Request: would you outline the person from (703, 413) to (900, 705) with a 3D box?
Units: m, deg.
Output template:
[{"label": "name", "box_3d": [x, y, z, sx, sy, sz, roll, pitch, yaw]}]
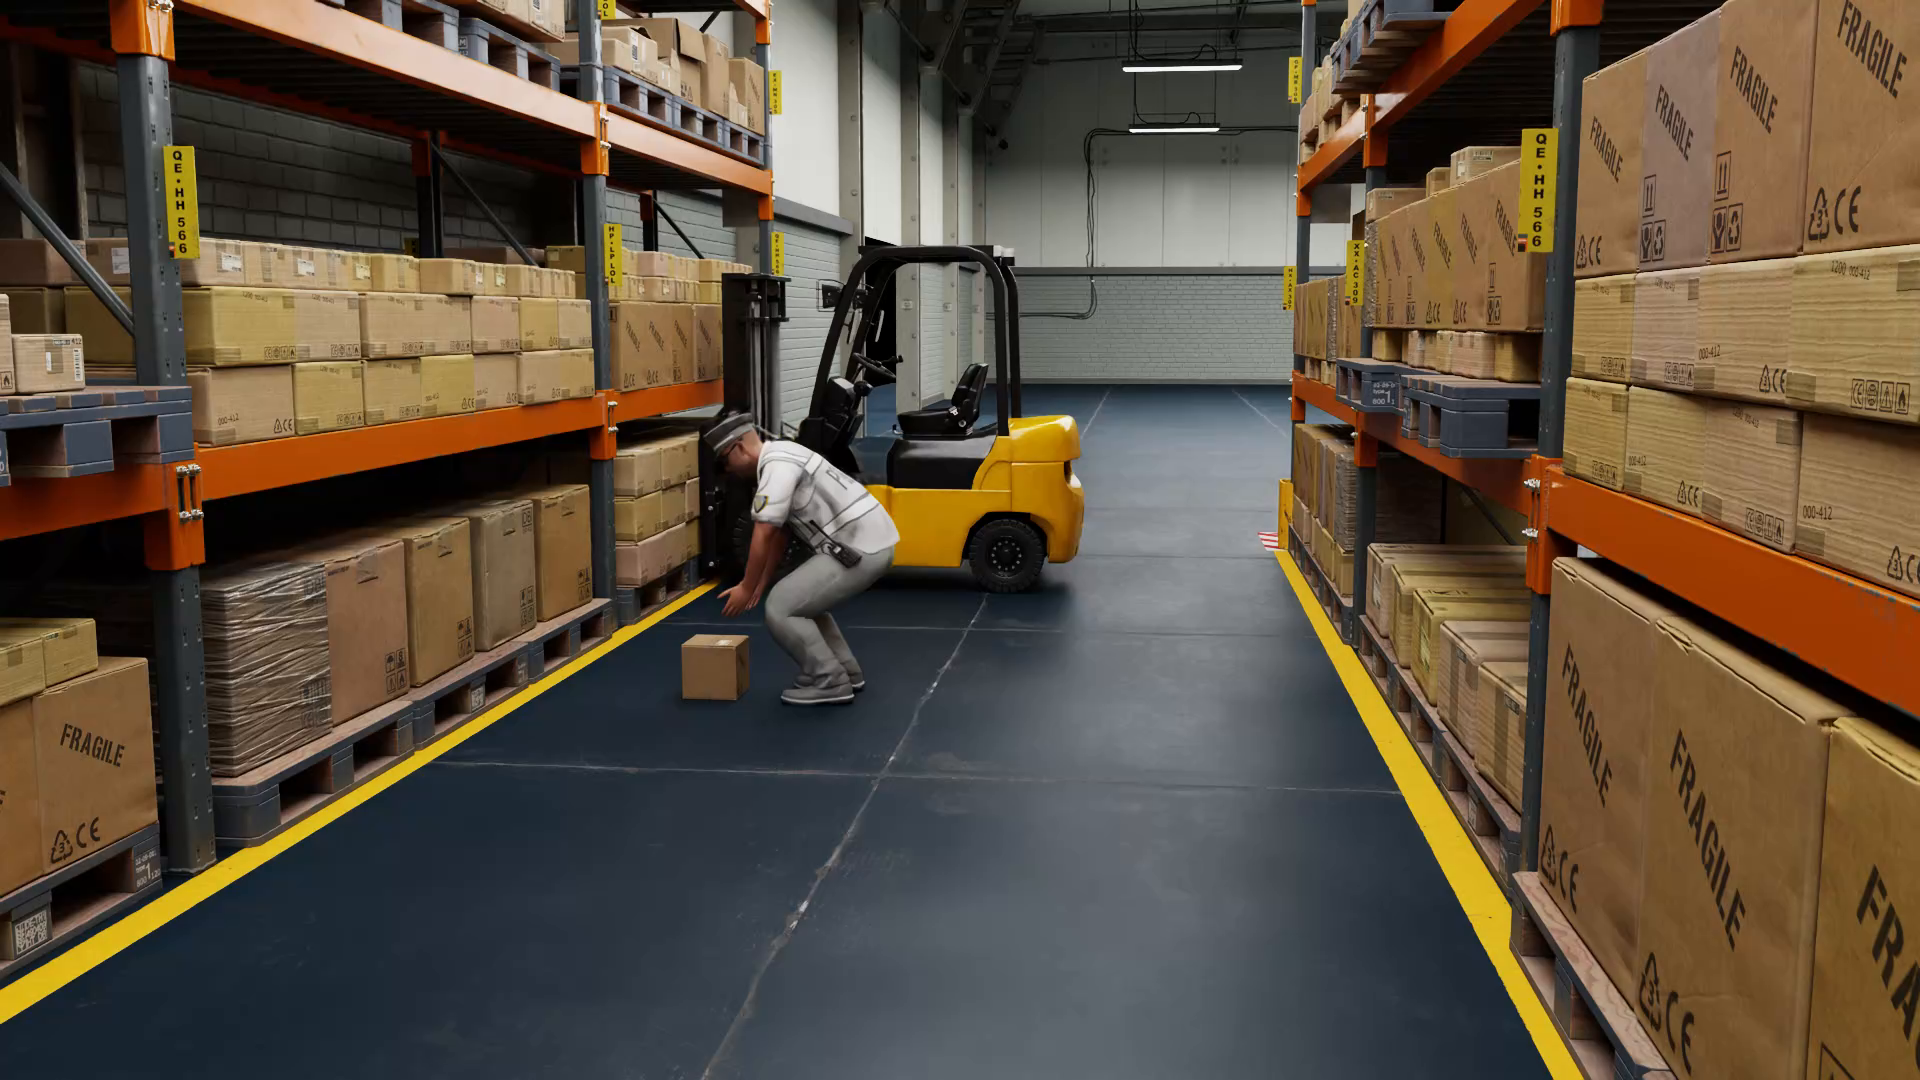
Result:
[{"label": "person", "box_3d": [-0.712, 0.079, 7.451, 0.868, 1.292, 0.586, 1, 8, 6]}]
